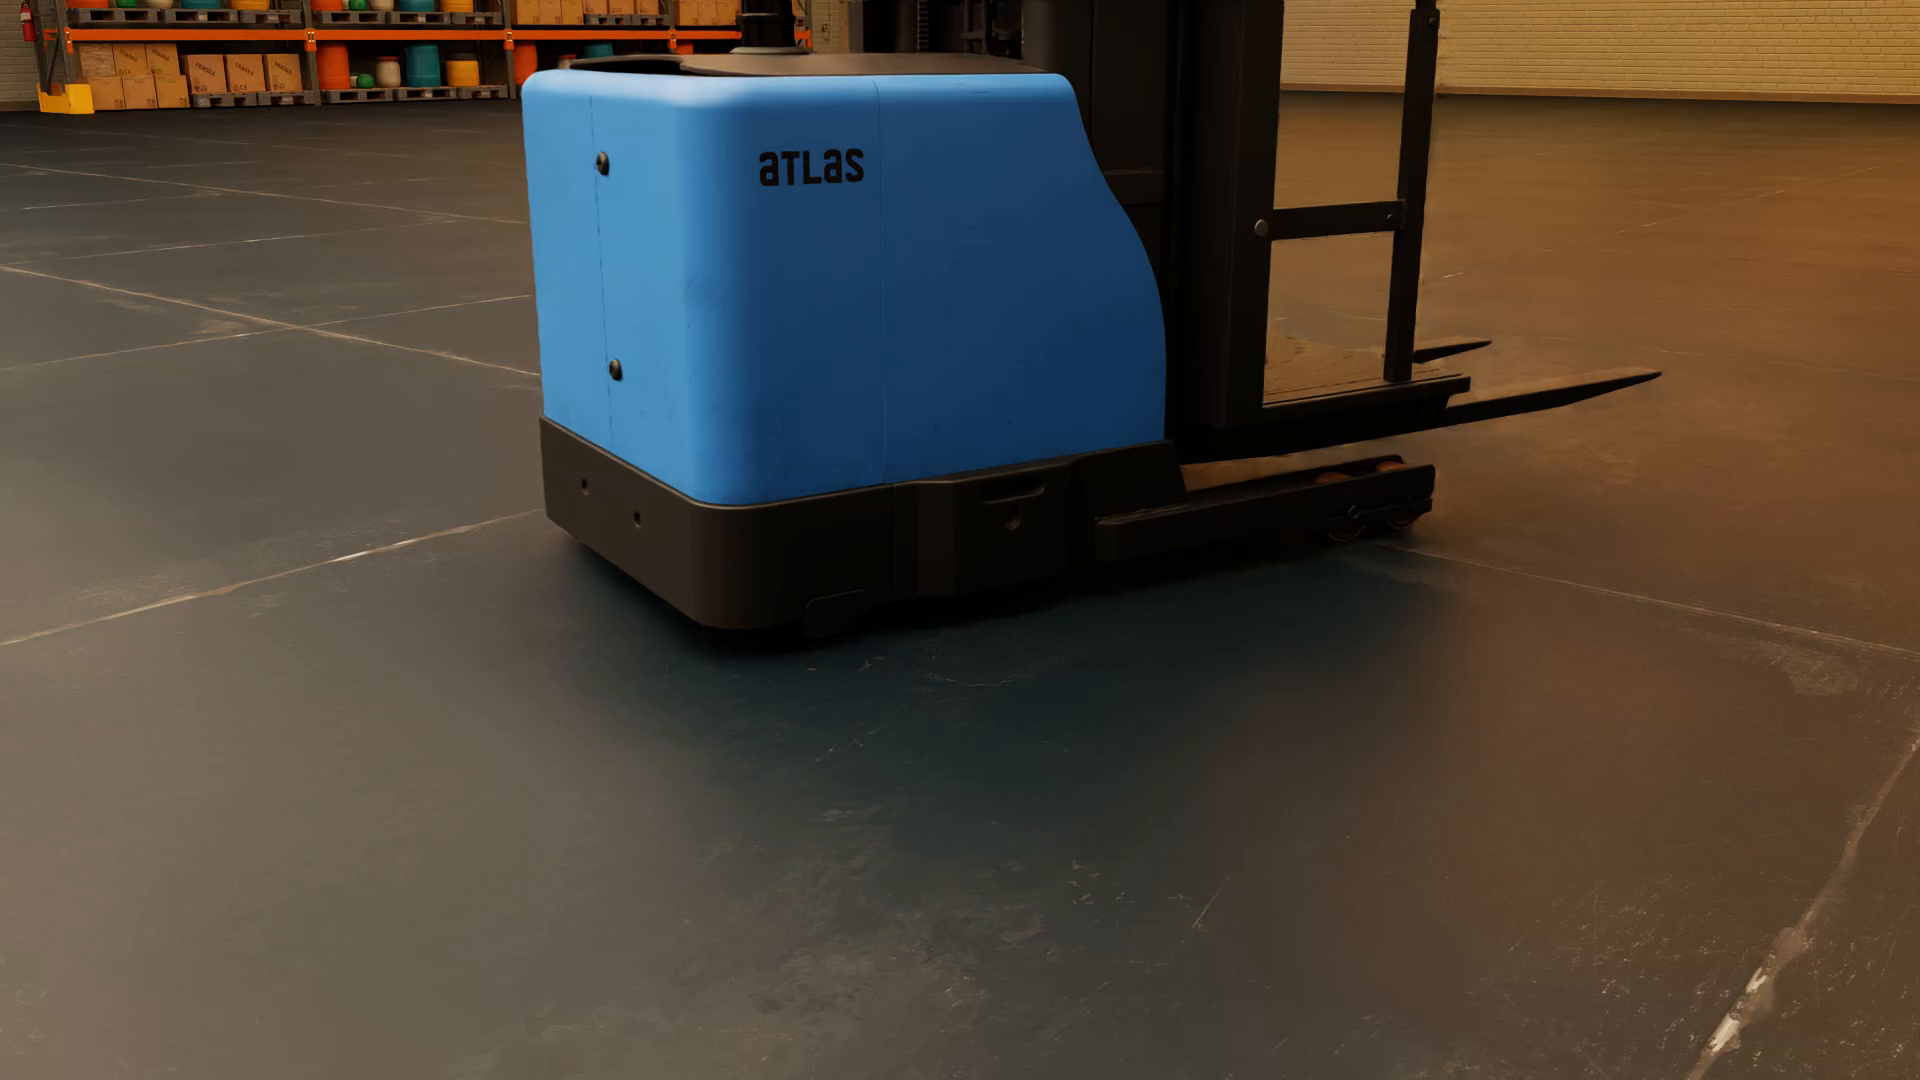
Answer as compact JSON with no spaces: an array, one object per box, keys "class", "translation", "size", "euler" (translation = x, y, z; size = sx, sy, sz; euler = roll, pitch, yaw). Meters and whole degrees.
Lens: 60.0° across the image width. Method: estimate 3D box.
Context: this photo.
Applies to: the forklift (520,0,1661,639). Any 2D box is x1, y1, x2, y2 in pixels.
[{"class":"forklift","translation":[0.549,-1.515,3.887],"size":[3.031,2.935,1.130],"euler":[-10,20,-31]}]
